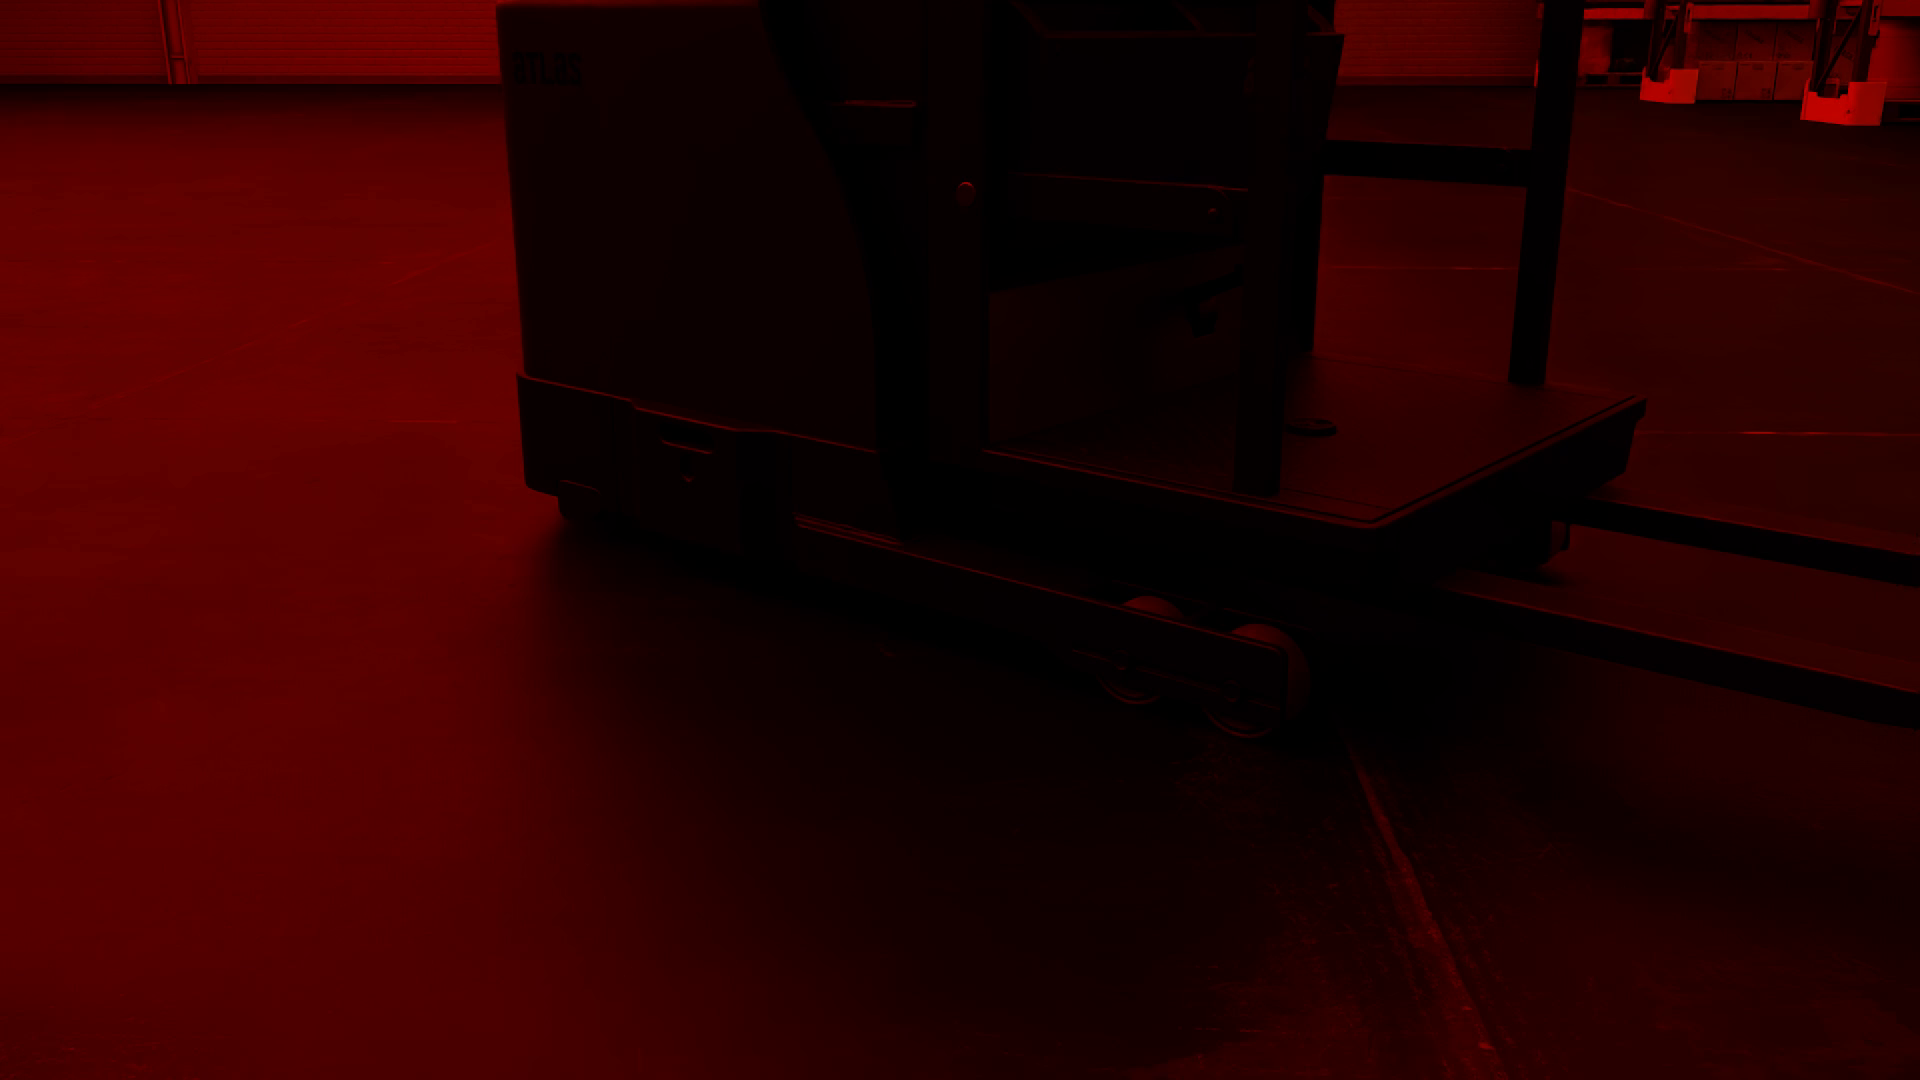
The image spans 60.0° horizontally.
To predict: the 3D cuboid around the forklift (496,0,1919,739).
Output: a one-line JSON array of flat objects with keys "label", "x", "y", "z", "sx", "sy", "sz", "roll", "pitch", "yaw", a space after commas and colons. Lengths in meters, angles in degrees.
[{"label": "forklift", "x": 0.534, "y": -1.285, "z": 2.569, "sx": 3.031, "sy": 2.935, "sz": 1.130, "roll": 14, "pitch": 22, "yaw": 38}]
